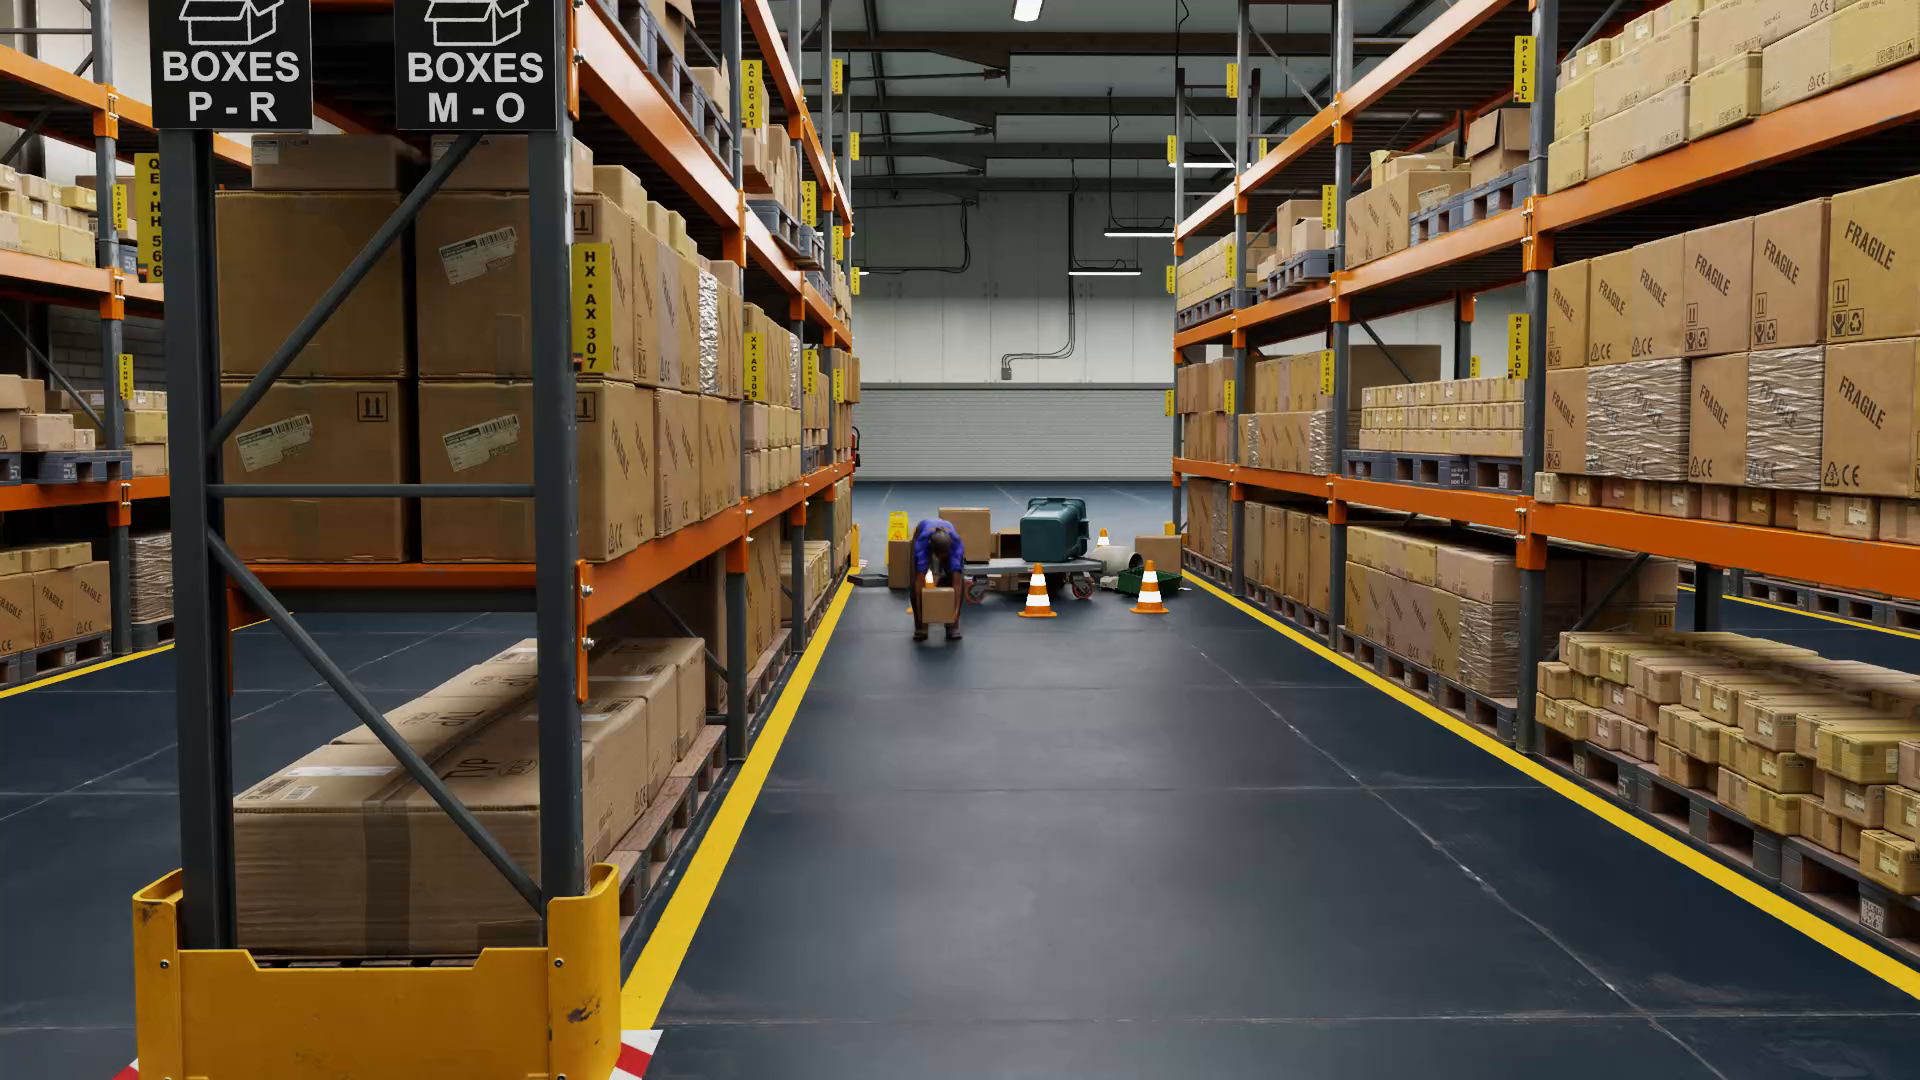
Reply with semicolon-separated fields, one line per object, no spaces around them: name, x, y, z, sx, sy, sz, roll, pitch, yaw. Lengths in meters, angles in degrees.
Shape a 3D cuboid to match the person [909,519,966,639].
person;-0.173;0.319;13.065;0.446;0.954;0.876;0;4;-4
